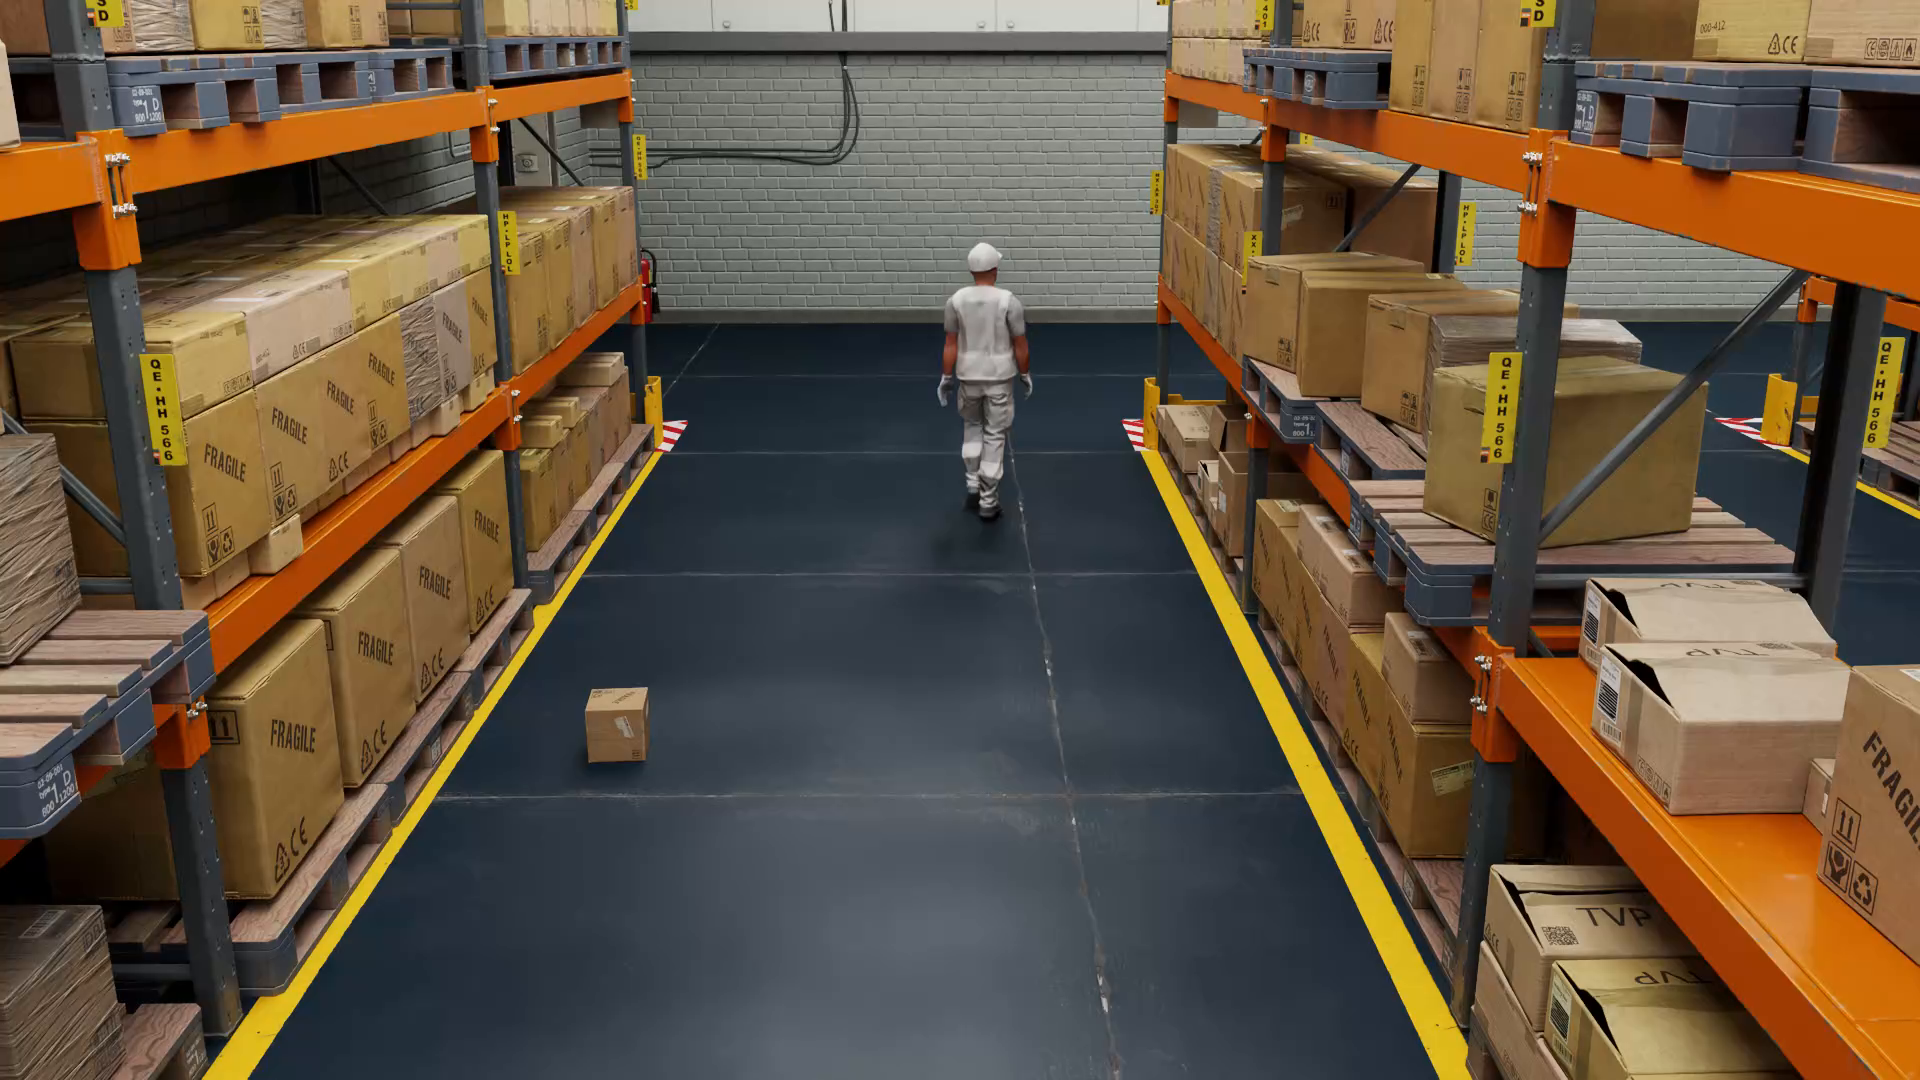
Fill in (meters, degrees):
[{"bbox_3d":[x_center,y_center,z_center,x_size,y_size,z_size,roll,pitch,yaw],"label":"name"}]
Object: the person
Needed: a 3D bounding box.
[{"bbox_3d":[0.178,-1.036,10.905,0.589,1.833,0.501,5,18,15],"label":"person"}]
